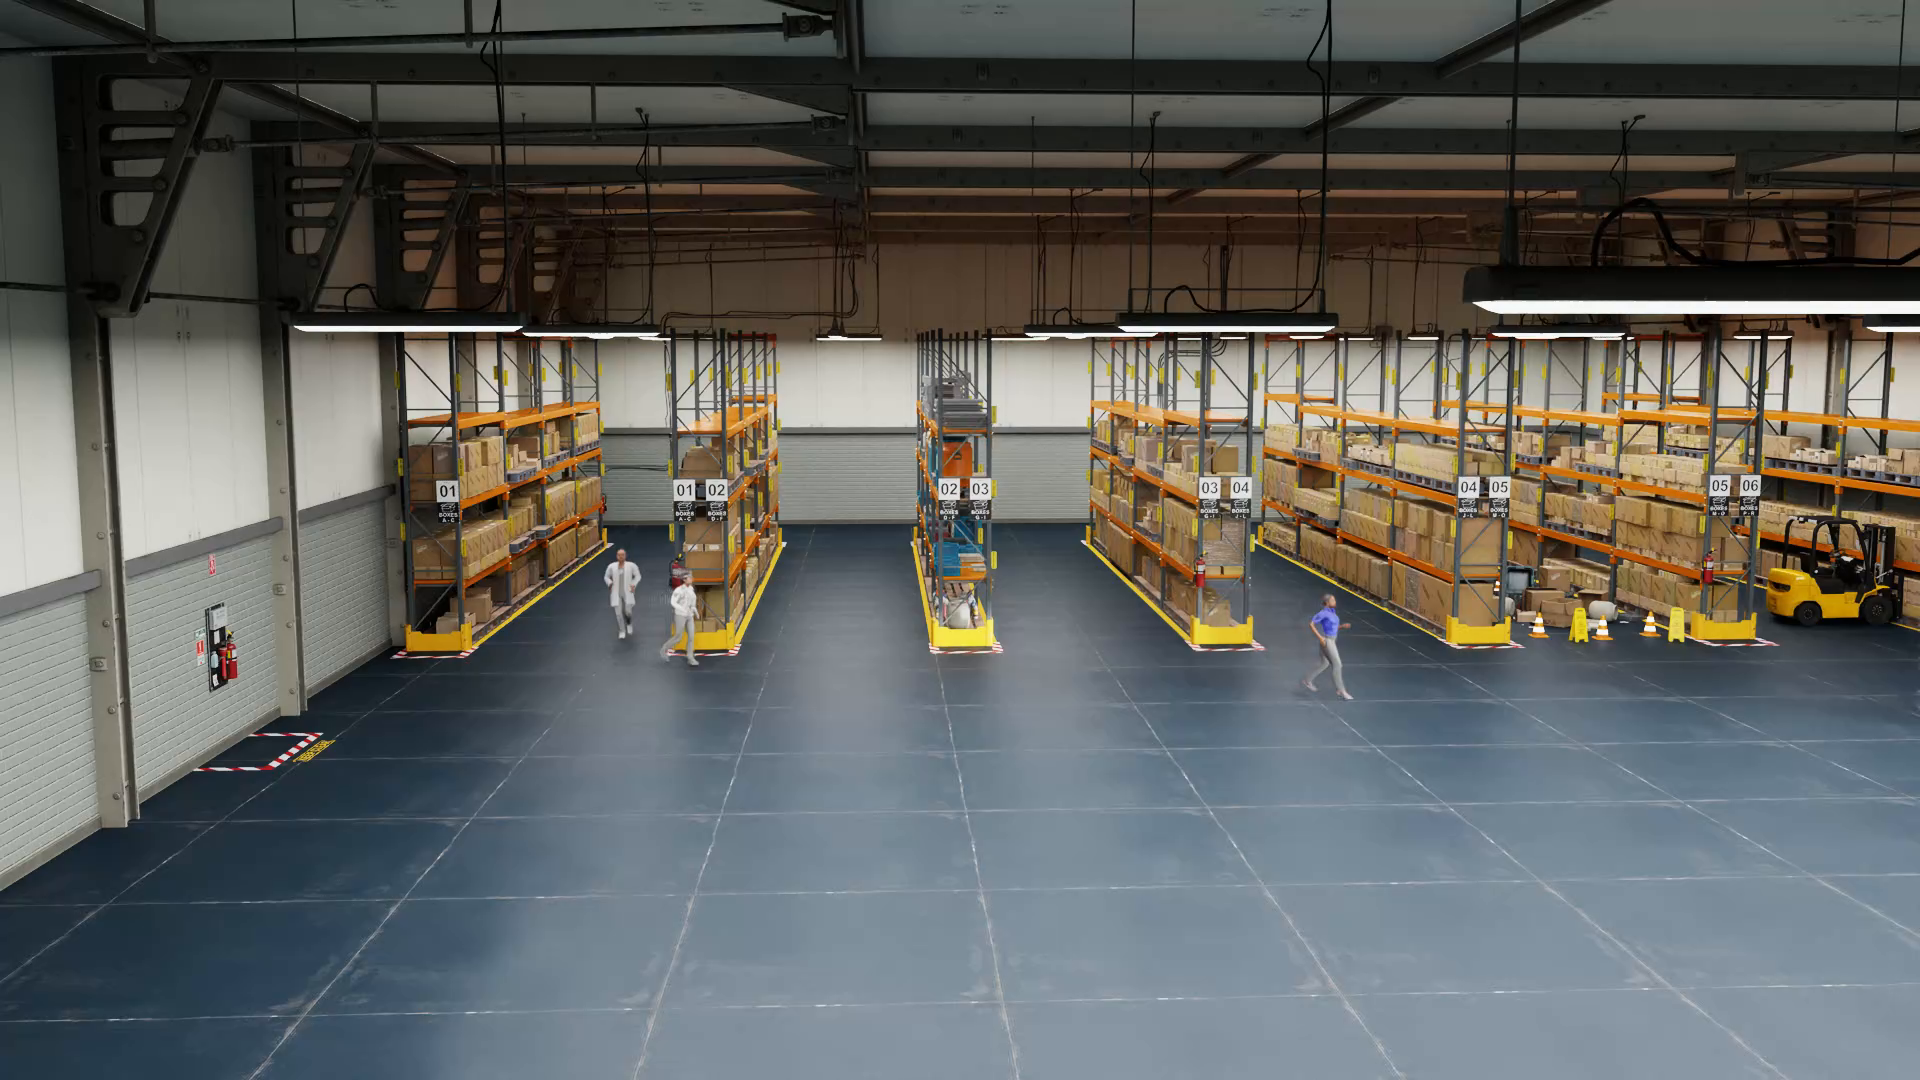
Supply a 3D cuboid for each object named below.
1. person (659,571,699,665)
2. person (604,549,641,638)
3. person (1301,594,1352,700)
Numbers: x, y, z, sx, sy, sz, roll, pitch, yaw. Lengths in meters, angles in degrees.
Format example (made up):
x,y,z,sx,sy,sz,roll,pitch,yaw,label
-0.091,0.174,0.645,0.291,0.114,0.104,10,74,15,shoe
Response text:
x,y,z,sx,sy,sz,roll,pitch,yaw,label
-4.910,1.371,29.860,0.869,1.645,0.672,5,8,35,person
-6.579,1.049,32.383,0.705,1.727,0.660,-1,7,-7,person
5.973,1.716,27.001,0.867,1.669,0.548,3,7,26,person
